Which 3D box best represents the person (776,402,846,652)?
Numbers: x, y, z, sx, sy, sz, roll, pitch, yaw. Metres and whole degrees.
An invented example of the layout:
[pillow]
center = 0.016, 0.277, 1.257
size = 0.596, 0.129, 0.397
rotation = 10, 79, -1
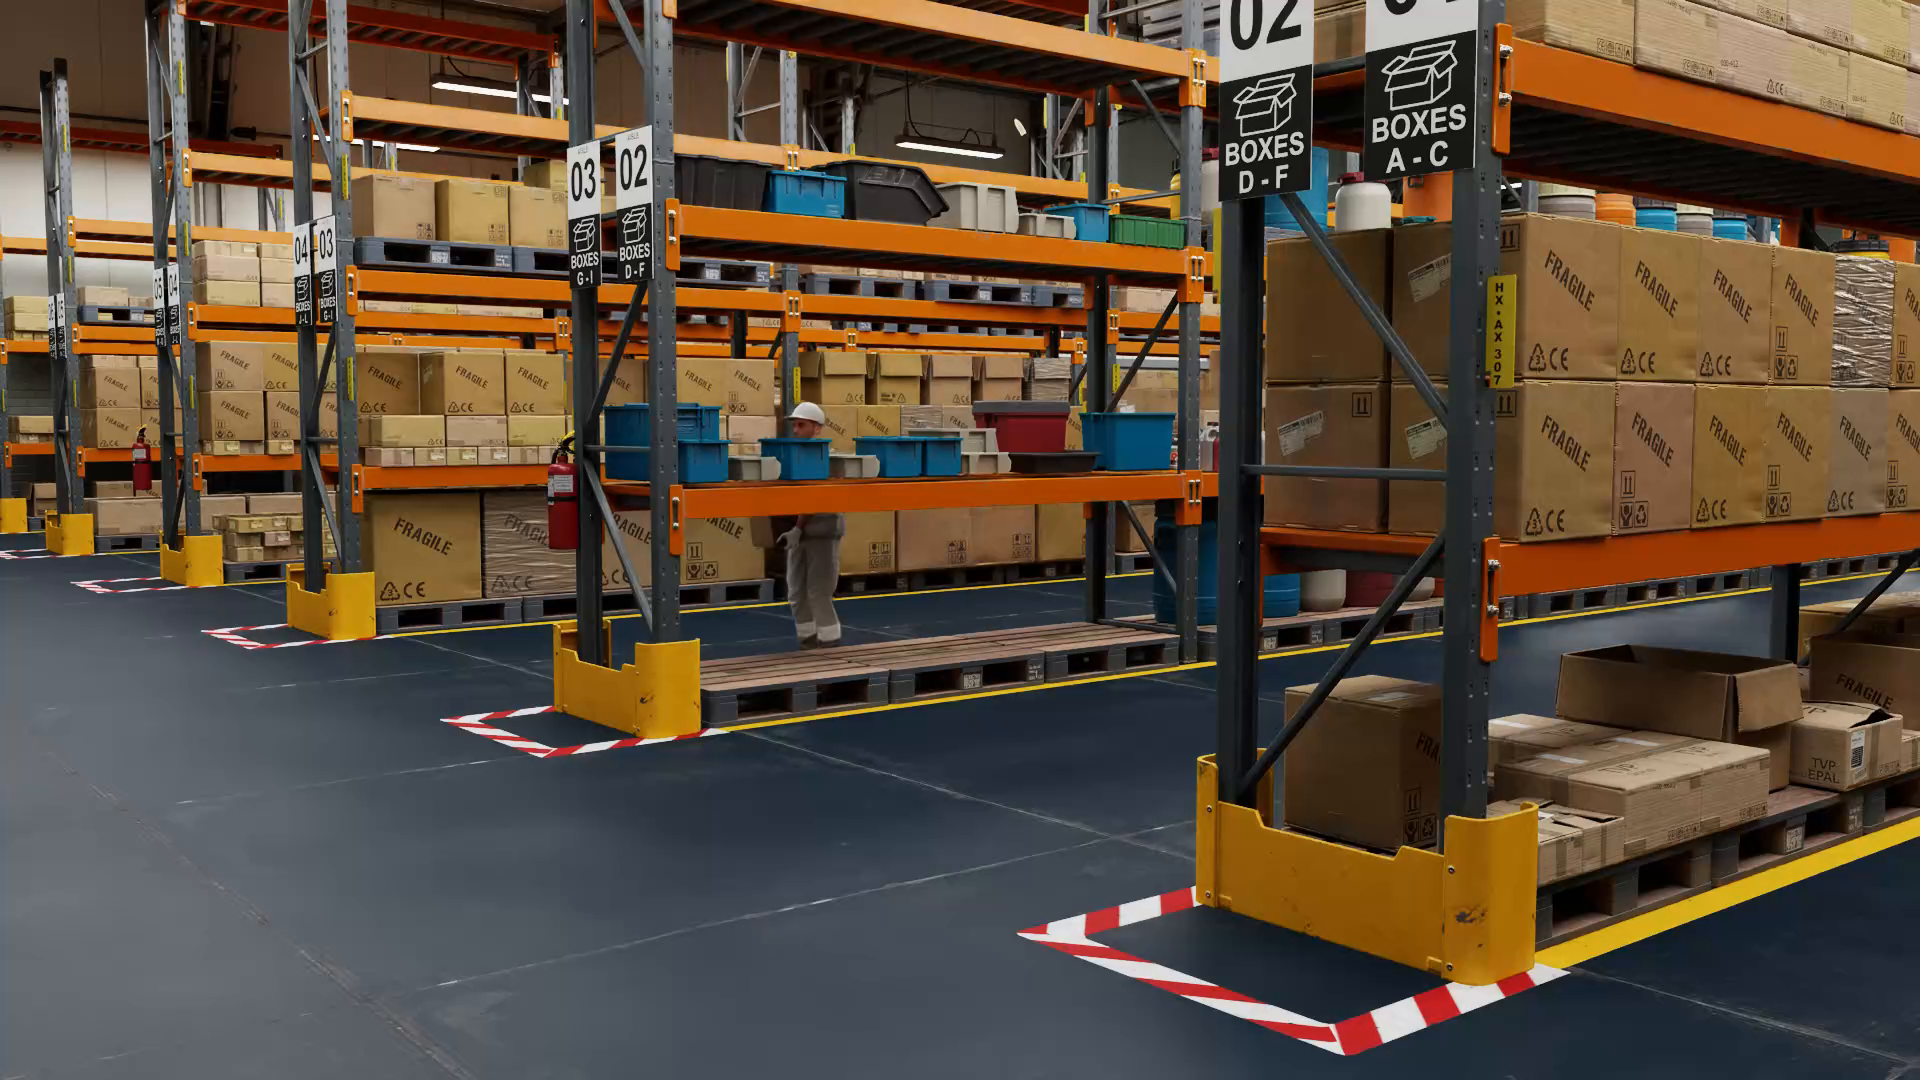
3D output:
[person]
center = -1.016, 0.006, 10.715
size = 0.564, 1.781, 0.495
rotation = -4, 5, -40
